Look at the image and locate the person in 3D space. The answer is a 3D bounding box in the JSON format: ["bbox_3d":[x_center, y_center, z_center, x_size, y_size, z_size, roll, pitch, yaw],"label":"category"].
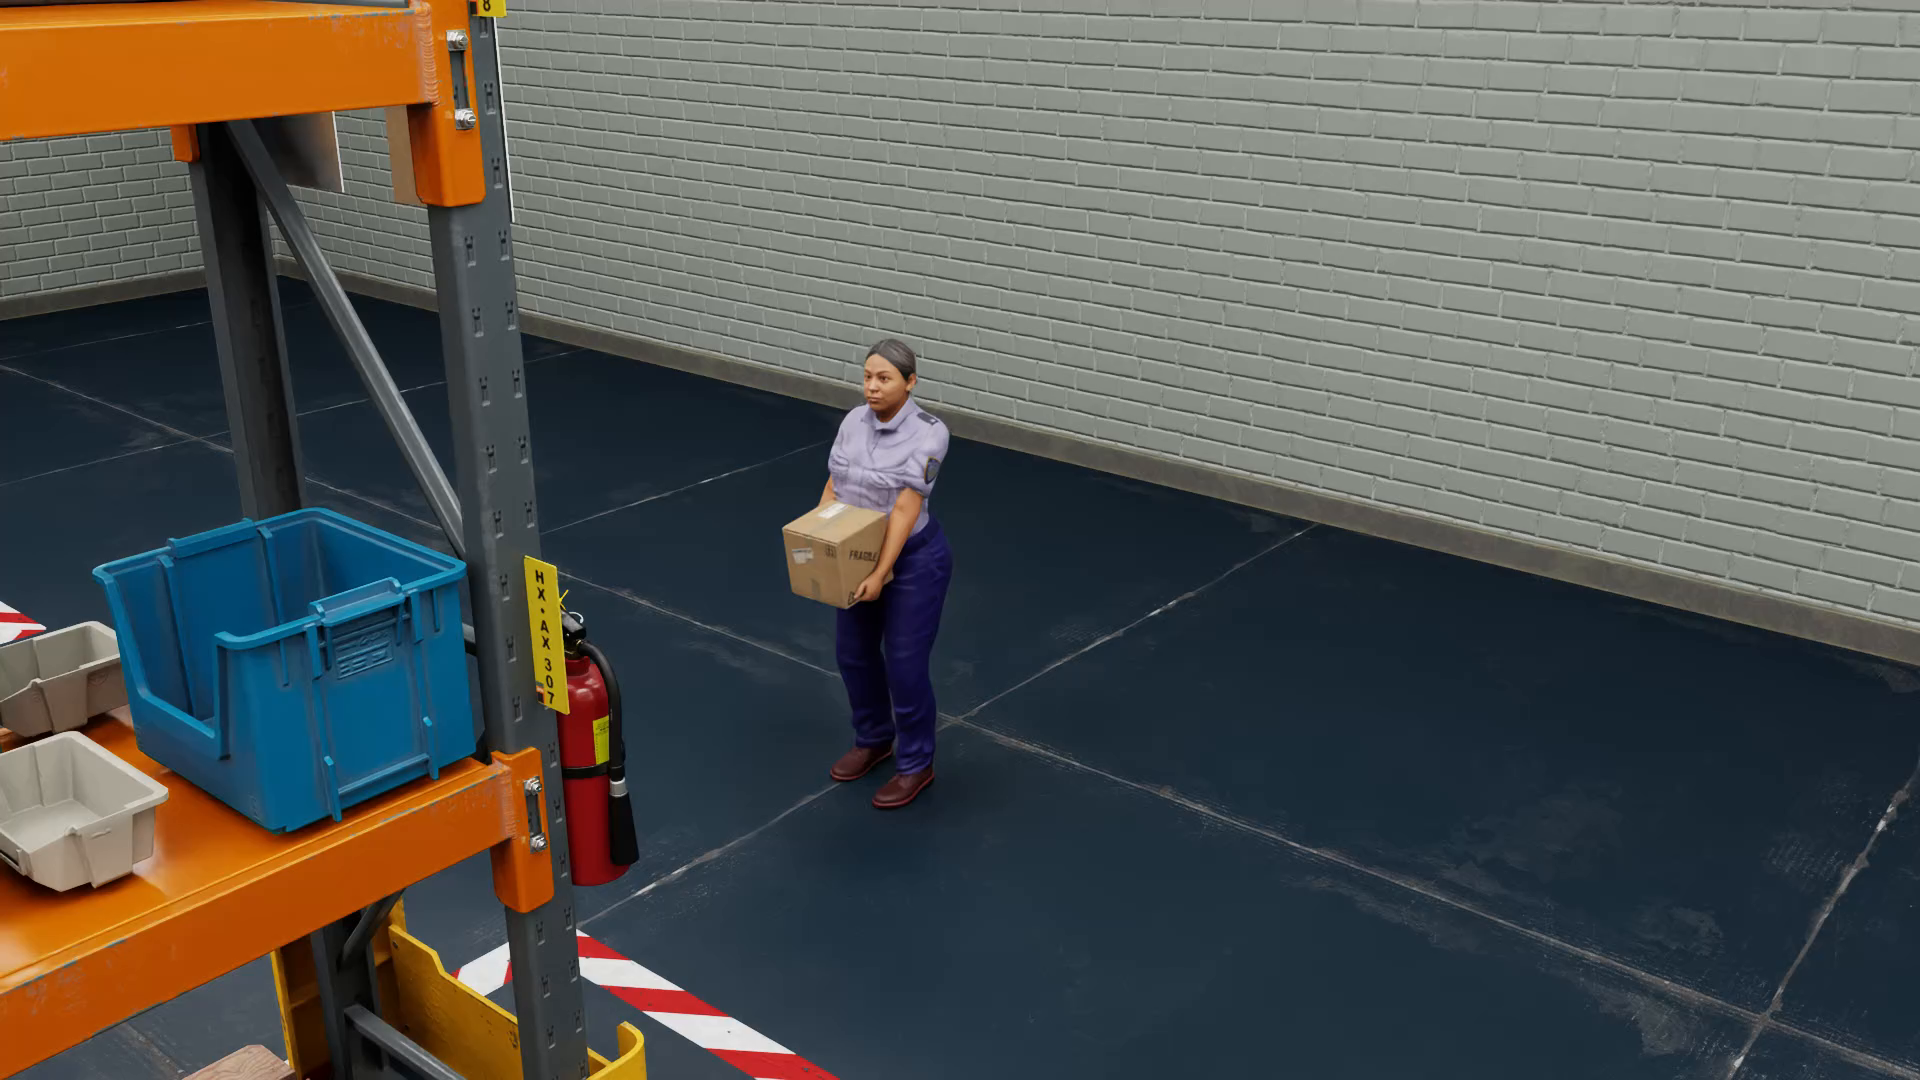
[{"bbox_3d":[-0.283,0.122,5.784,0.435,1.647,0.528,15,25,36],"label":"person"}]
